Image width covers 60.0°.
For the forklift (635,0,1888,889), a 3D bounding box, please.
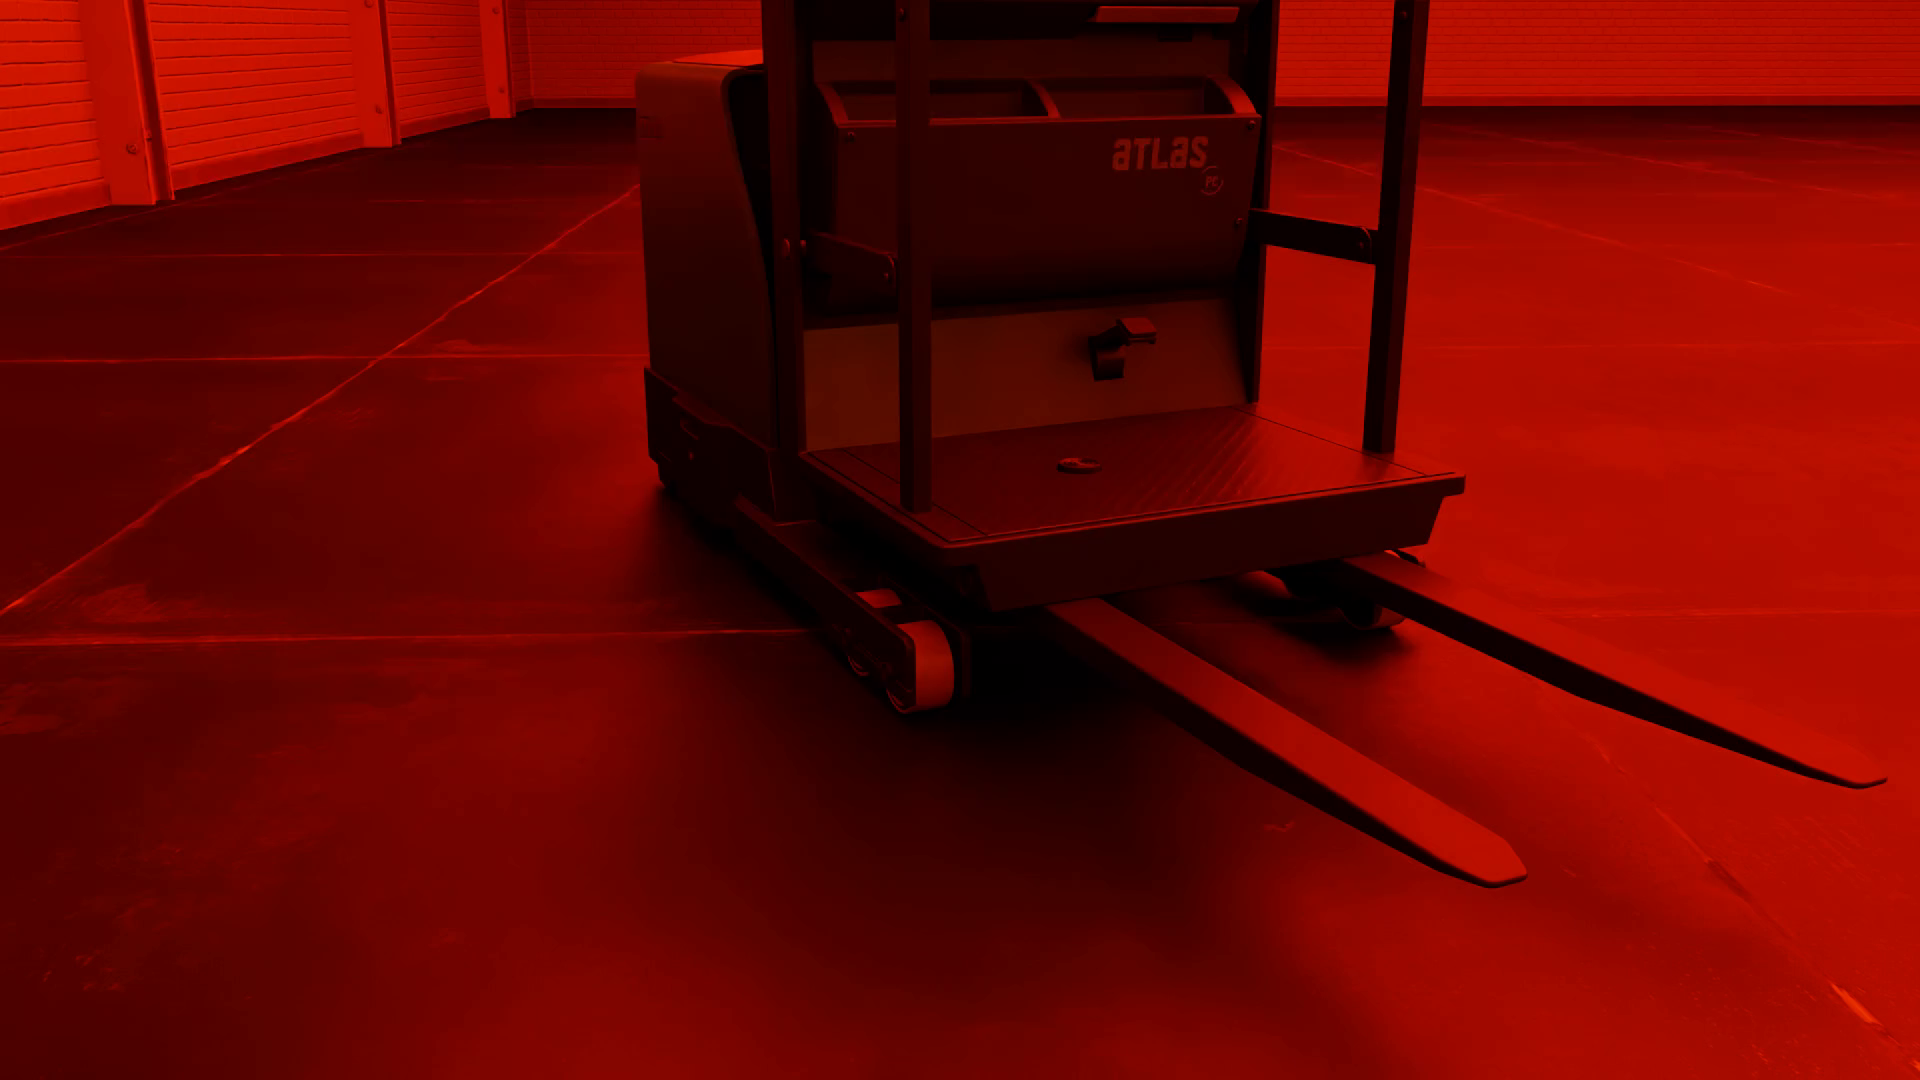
[{"bbox_3d":[0.258,-1.240,2.962,1.130,2.935,3.031,-8,19,-24],"label":"forklift"}]
